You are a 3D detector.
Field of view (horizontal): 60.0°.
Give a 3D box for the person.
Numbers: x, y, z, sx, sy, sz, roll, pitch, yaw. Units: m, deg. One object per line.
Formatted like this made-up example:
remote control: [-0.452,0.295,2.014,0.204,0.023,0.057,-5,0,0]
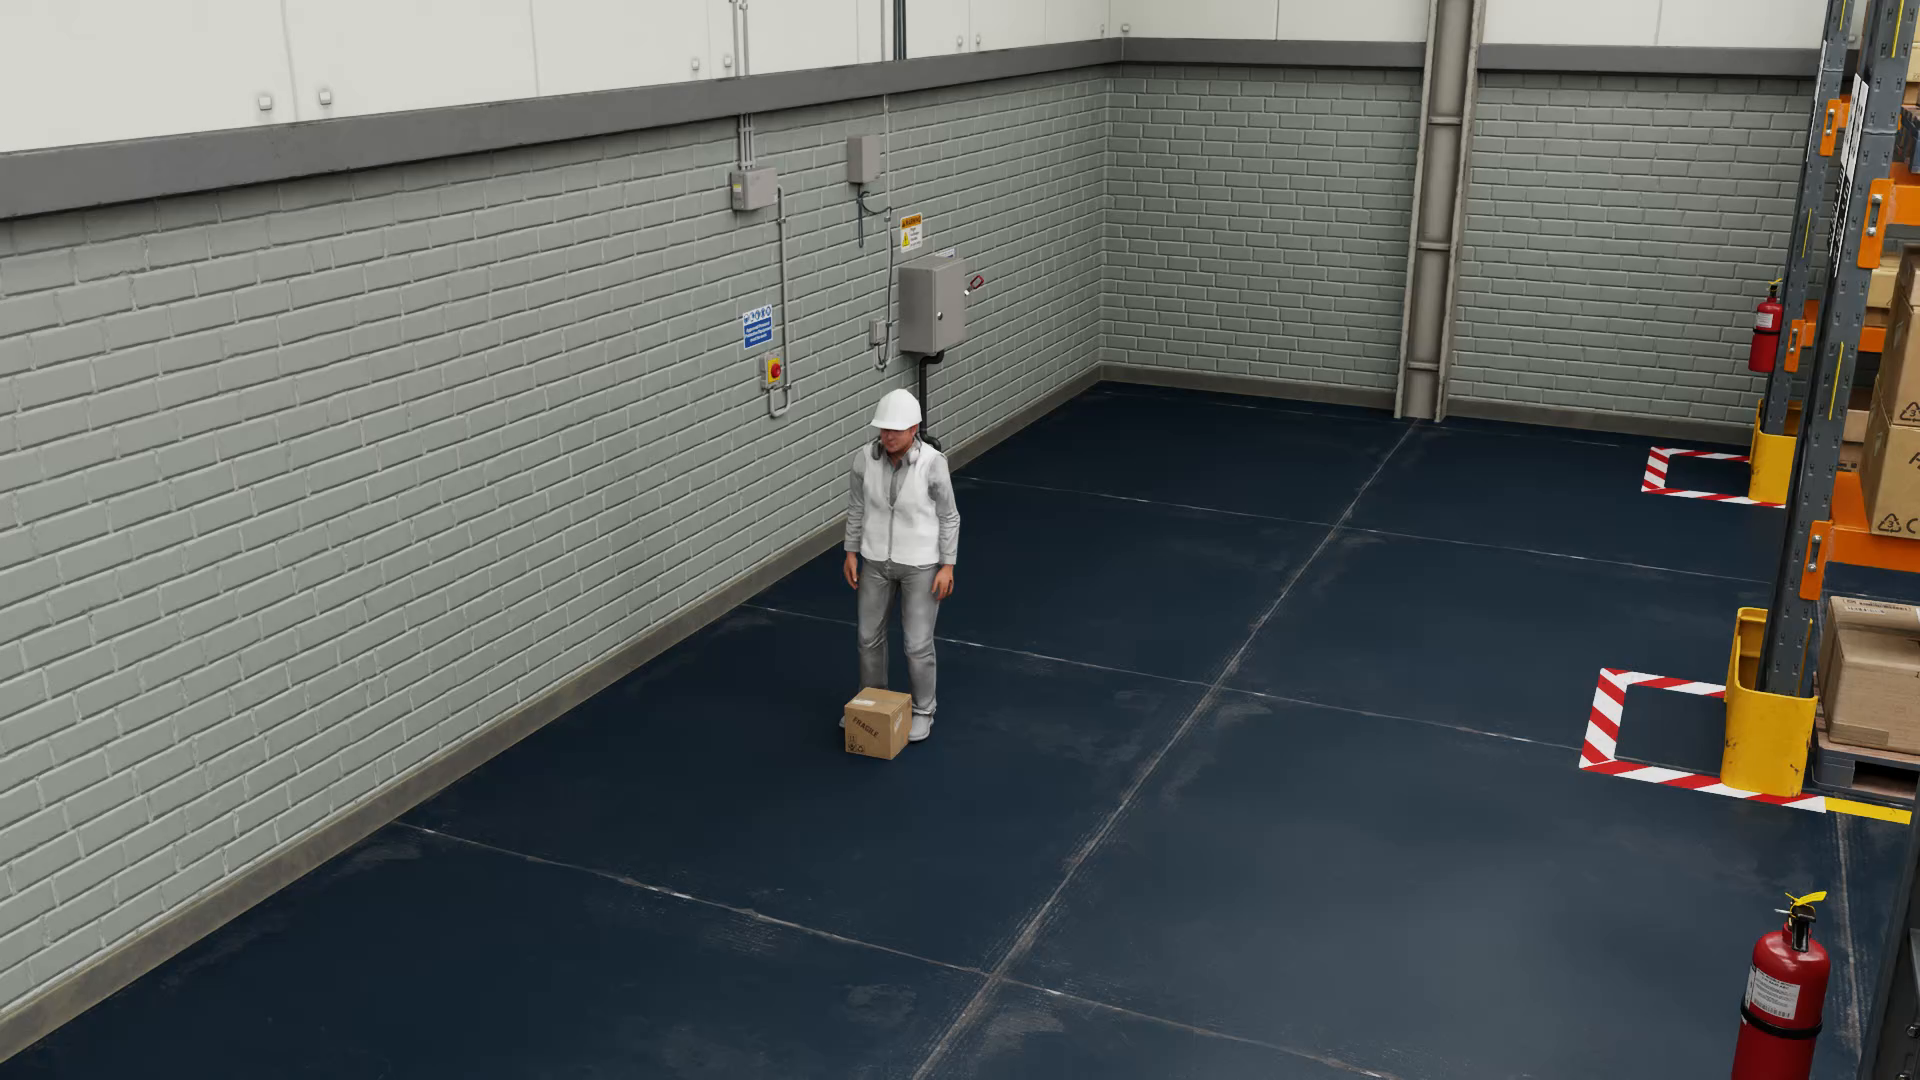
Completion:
person: [-0.297,0.109,8.204,0.594,1.771,0.462,7,20,20]
